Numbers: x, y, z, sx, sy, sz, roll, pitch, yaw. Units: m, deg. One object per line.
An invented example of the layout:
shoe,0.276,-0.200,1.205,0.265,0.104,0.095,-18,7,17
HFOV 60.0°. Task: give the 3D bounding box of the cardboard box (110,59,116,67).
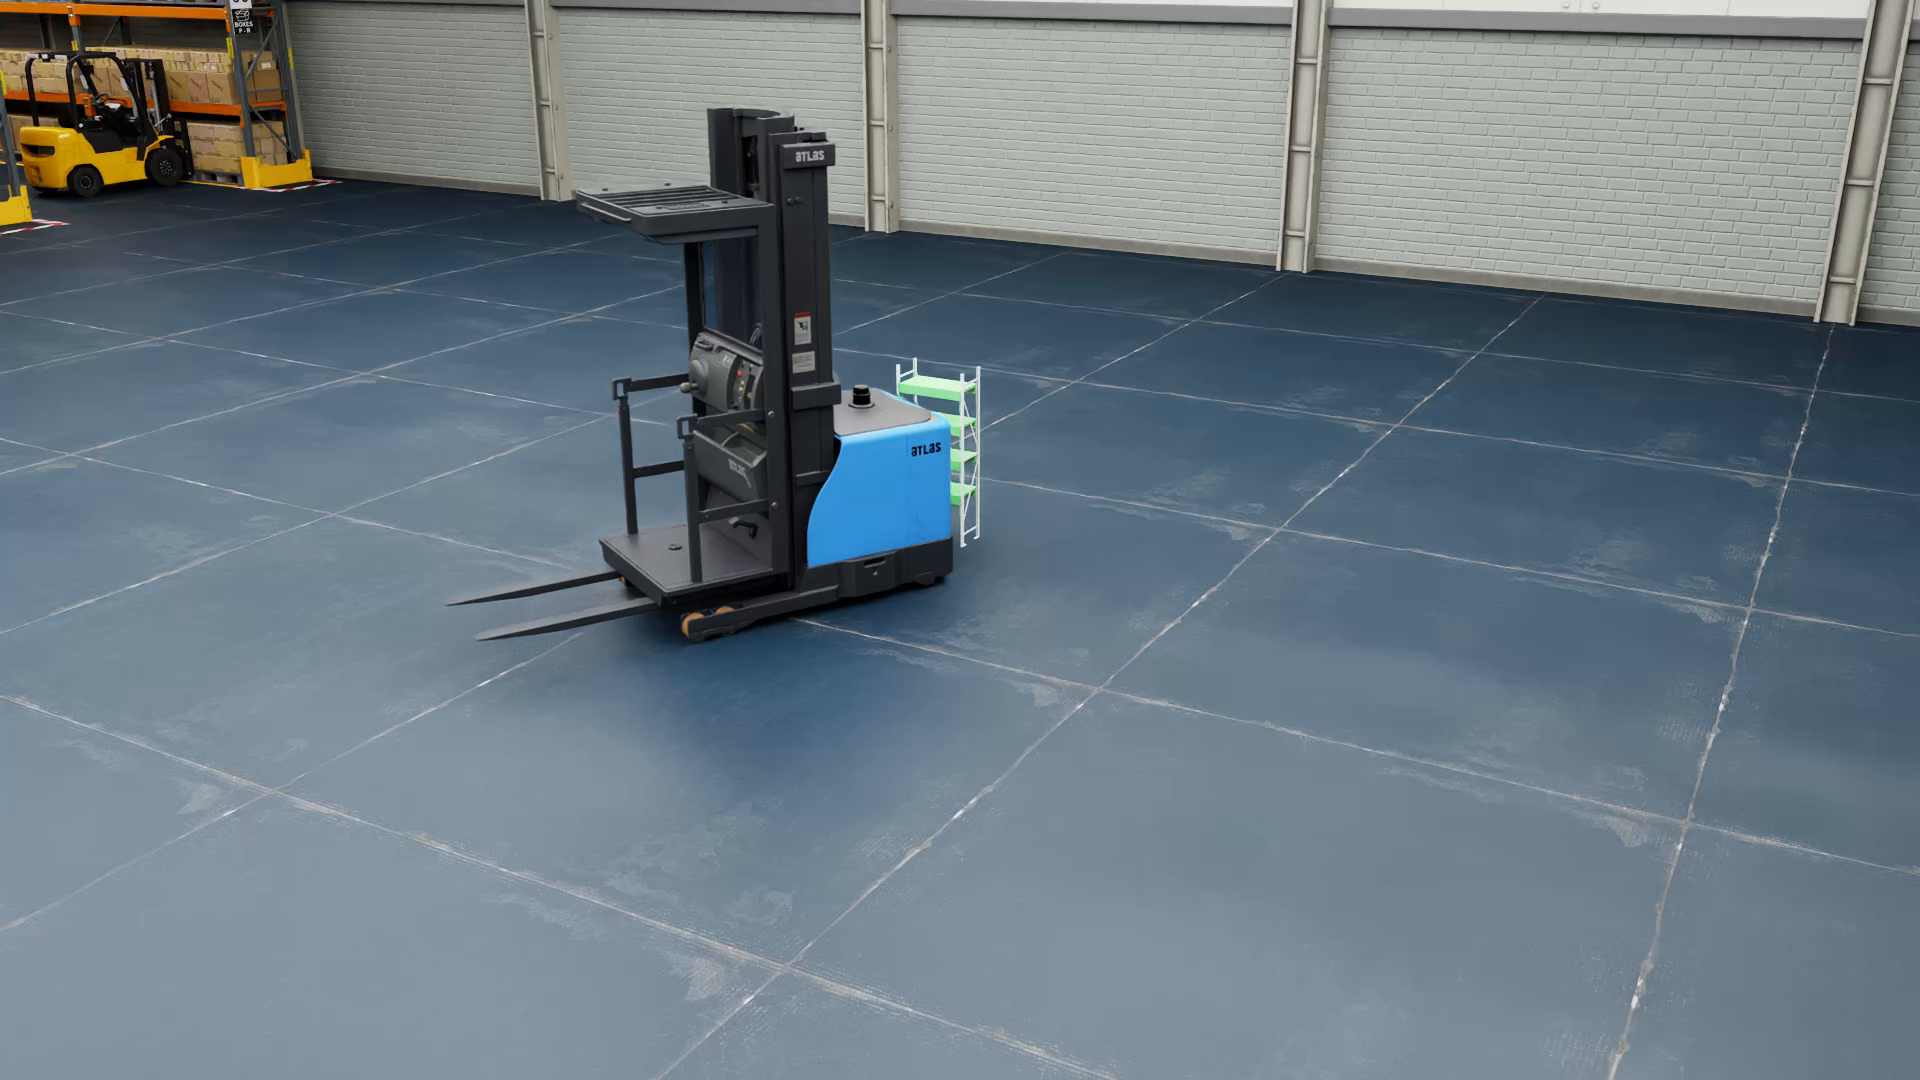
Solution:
cardboard box,-14.268,-8.177,28.412,0.250,0.149,0.380,11,23,27

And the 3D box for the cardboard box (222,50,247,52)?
cardboard box,-12.033,-8.074,27.689,0.250,0.149,0.380,11,23,28

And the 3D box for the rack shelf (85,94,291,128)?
rack shelf,-13.140,-7.364,28.321,4.000,0.370,1.077,11,23,27

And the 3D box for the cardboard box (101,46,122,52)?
cardboard box,-14.472,-8.373,28.516,0.250,0.149,0.380,11,23,28

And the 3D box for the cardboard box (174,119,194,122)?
cardboard box,-13.281,-6.978,28.154,0.500,0.250,0.500,10,22,26

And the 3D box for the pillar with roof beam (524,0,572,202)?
pillar with roof beam,-8.424,-8.294,21.034,0.400,9.000,9.100,11,23,27

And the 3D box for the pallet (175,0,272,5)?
pallet,-11.999,-8.863,27.130,1.213,0.211,1.003,11,23,27

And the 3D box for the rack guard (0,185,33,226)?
rack guard,-13.878,-4.728,23.667,0.348,0.500,1.175,11,23,27

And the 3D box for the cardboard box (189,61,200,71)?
cardboard box,-12.479,-7.835,27.468,0.250,0.149,0.380,11,22,27

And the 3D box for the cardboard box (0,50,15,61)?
cardboard box,-17.112,-8.699,29.850,0.250,0.149,0.380,11,23,28

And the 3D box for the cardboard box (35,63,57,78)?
cardboard box,-15.892,-8.288,29.301,0.500,0.250,0.500,10,22,26

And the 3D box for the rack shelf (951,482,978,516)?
rack shelf,-0.145,-0.306,11.340,0.480,0.148,0.258,11,23,27

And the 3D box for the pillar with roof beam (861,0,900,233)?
pillar with roof beam,-3.186,-7.296,18.283,0.400,9.000,9.100,11,23,27

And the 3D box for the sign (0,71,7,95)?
sign,-13.547,-6.459,23.504,0.005,0.325,0.100,11,23,27

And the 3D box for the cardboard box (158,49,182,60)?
cardboard box,-13.152,-8.111,27.793,0.250,0.149,0.380,11,23,28

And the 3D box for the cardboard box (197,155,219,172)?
cardboard box,-12.388,-6.344,27.871,0.500,0.250,0.500,11,23,27

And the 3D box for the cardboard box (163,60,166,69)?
cardboard box,-13.139,-7.970,27.839,0.250,0.149,0.380,11,22,27

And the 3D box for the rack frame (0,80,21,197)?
rack frame,-13.812,-5.891,23.206,0.127,3.000,1.000,11,23,27

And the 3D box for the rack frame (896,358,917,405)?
rack frame,-0.358,-0.632,11.348,0.015,1.200,0.240,11,23,27

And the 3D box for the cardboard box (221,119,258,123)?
cardboard box,-12.159,-6.962,28.110,0.500,0.250,0.500,11,23,27

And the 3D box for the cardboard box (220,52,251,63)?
cardboard box,-11.810,-7.858,27.094,0.250,0.149,0.380,11,23,27

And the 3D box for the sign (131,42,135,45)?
sign,-14.617,-8.644,29.410,0.005,0.325,0.100,11,23,27

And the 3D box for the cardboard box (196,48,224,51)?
cardboard box,-12.665,-8.229,28.117,0.250,0.149,0.380,10,22,26

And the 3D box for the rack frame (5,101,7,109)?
rack frame,-18.378,-8.700,30.949,0.127,3.000,1.000,11,23,27

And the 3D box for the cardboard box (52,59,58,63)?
cardboard box,-15.715,-8.471,29.221,0.250,0.149,0.380,11,23,27

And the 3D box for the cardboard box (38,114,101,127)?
cardboard box,-16.021,-7.330,30.041,0.625,0.625,0.875,11,22,27

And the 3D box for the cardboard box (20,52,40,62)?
cardboard box,-16.423,-8.581,29.524,0.250,0.149,0.380,11,23,28

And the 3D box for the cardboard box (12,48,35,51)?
cardboard box,-17.078,-8.900,30.402,0.250,0.149,0.380,11,22,27

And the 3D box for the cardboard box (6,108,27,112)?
cardboard box,-17.840,-7.673,30.985,0.625,0.625,0.875,12,23,29

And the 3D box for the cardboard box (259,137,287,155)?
cardboard box,-11.703,-6.649,27.979,0.500,0.250,0.500,11,23,28

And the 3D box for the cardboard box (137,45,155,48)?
cardboard box,-14.024,-8.469,28.779,0.250,0.149,0.380,11,22,27

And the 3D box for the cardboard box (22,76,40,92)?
cardboard box,-16.314,-8.143,29.636,0.500,0.250,0.500,11,23,28

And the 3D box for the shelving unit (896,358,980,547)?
shelving unit,-0.145,-0.592,11.236,0.503,1.200,0.258,11,23,27

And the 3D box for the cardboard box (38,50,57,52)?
cardboard box,-16.397,-8.776,30.062,0.250,0.149,0.380,11,23,28

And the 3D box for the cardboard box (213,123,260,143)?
cardboard box,-11.948,-6.728,27.463,0.500,0.250,0.500,12,23,29

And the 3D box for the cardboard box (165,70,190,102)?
cardboard box,-12.848,-7.594,27.755,0.500,0.500,0.500,10,22,26

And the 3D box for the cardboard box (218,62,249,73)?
cardboard box,-11.833,-7.695,27.083,0.250,0.149,0.380,11,23,28

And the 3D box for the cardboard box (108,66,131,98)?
cardboard box,-14.163,-7.848,28.455,0.500,0.500,0.500,11,23,28

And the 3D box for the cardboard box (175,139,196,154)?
cardboard box,-12.865,-6.663,28.018,0.500,0.250,0.500,10,22,26

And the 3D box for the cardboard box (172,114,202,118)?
cardboard box,-13.478,-7.217,28.812,0.500,0.250,0.500,11,23,28

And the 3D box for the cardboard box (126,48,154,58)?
cardboard box,-13.839,-8.220,28.093,0.250,0.149,0.380,10,22,26

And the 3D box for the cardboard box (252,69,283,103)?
cardboard box,-11.691,-7.581,27.719,0.500,0.500,0.500,12,23,29

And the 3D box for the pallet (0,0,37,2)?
pallet,-16.764,-9.750,29.722,1.213,0.211,1.003,12,23,30

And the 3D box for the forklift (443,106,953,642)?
forklift,-1.565,-0.986,9.786,3.031,2.935,1.130,-12,23,-30

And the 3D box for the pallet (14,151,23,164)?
pallet,-16.618,-7.037,30.455,1.213,0.211,1.003,11,23,27

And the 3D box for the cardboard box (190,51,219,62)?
cardboard box,-12.463,-7.989,27.455,0.250,0.149,0.380,11,23,28

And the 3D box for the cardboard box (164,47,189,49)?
cardboard box,-13.358,-8.340,28.425,0.250,0.149,0.380,11,22,27

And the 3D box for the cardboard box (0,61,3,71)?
cardboard box,-17.225,-8.542,30.000,0.500,0.250,0.500,10,22,26
